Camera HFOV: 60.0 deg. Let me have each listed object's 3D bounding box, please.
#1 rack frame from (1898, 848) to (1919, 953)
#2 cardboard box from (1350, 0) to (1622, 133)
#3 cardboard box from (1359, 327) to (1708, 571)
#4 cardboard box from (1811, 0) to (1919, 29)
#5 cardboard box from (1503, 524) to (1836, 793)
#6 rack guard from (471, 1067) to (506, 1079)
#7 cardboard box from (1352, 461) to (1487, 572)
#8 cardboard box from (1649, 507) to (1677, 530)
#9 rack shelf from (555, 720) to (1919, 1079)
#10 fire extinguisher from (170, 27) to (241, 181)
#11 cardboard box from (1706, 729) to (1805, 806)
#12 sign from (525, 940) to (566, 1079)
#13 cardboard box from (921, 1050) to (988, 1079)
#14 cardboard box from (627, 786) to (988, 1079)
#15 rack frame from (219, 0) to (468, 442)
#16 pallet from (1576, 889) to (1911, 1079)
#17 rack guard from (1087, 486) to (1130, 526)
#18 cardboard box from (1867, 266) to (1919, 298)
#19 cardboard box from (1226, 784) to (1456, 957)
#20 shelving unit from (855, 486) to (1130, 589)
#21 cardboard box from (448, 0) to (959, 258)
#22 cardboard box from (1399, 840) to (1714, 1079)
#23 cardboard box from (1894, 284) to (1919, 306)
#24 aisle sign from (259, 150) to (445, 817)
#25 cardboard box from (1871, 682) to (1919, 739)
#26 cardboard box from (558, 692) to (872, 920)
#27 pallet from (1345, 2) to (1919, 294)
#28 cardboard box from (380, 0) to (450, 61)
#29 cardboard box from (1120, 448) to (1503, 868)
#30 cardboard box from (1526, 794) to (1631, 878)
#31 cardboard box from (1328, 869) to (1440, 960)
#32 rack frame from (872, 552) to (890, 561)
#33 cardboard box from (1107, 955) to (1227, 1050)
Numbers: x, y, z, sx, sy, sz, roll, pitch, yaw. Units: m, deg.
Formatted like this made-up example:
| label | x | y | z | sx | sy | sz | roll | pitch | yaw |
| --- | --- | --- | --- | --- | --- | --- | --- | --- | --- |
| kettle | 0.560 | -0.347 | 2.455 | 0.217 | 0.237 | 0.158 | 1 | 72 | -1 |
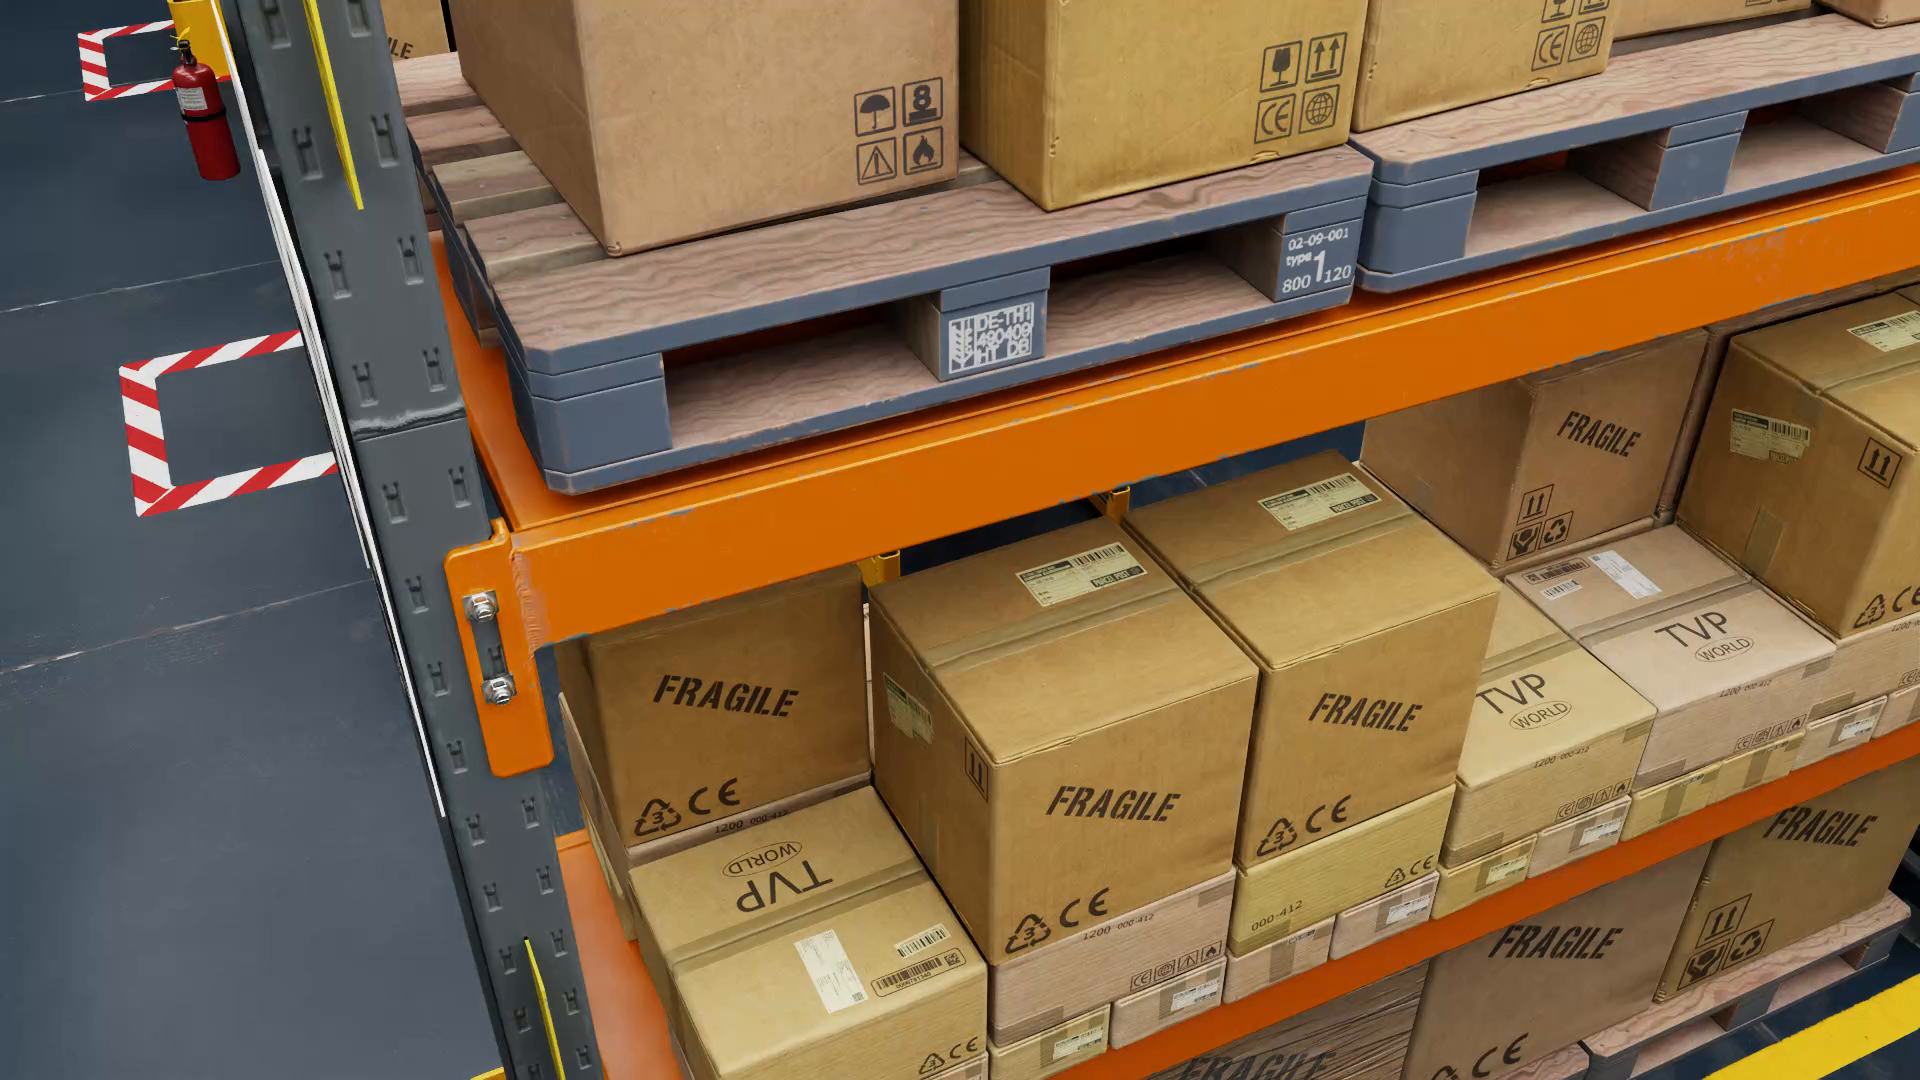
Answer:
| label | x | y | z | sx | sy | sz | roll | pitch | yaw |
| --- | --- | --- | --- | --- | --- | --- | --- | --- | --- |
| rack frame | 2.787 | -0.203 | 4.505 | 0.127 | 3.000 | 1.000 | -16 | 39 | -20 |
| cardboard box | 0.622 | -1.039 | 2.594 | 0.500 | 0.500 | 0.700 | -18 | 40 | -23 |
| cardboard box | 1.327 | -0.325 | 3.917 | 0.500 | 0.500 | 0.500 | -17 | 40 | -21 |
| cardboard box | 1.616 | -1.292 | 2.936 | 0.500 | 0.500 | 0.700 | -14 | 39 | -18 |
| cardboard box | 1.570 | 0.253 | 3.767 | 0.500 | 0.250 | 0.500 | -15 | 39 | -19 |
| rack guard | -0.855 | 1.820 | 3.877 | 0.348 | 0.500 | 1.175 | -16 | 39 | -20 |
| cardboard box | 0.882 | 0.094 | 3.982 | 0.500 | 0.250 | 0.500 | -16 | 39 | -20 |
| cardboard box | 1.798 | -0.161 | 4.325 | 0.500 | 0.250 | 0.500 | -16 | 39 | -20 |
| rack shelf | 0.977 | 0.593 | 4.037 | 4.000 | 0.370 | 1.077 | -16 | 39 | -20 |
| fire extinguisher | -3.274 | -1.895 | 7.165 | 0.183 | 0.674 | 0.296 | -16 | 39 | -20 |
| cardboard box | 1.719 | 0.413 | 3.886 | 0.250 | 0.149 | 0.380 | -15 | 39 | -19 |
| sign | -0.603 | 0.731 | 2.453 | 0.005 | 0.325 | 0.100 | -16 | 39 | -20 |
| cardboard box | -0.140 | 0.933 | 3.185 | 0.250 | 0.149 | 0.380 | -16 | 40 | -21 |
| cardboard box | -0.284 | 0.775 | 3.064 | 0.500 | 0.250 | 0.500 | -17 | 40 | -21 |
| rack frame | -0.834 | -1.600 | 1.353 | 0.127 | 3.000 | 1.000 | -16 | 39 | -20 |
| pallet | 2.066 | 1.068 | 5.133 | 1.213 | 0.211 | 1.003 | -16 | 39 | -20 |
| rack guard | 0.520 | -0.246 | 6.871 | 0.087 | 0.250 | 0.587 | -16 | 39 | -20 |
| cardboard box | 2.245 | -0.580 | 4.260 | 0.500 | 0.500 | 0.500 | -16 | 39 | -20 |
| cardboard box | 0.640 | 0.514 | 3.415 | 0.500 | 0.250 | 0.500 | -17 | 40 | -21 |
| shelving unit | 0.069 | -0.622 | 6.329 | 1.083 | 1.500 | 0.587 | -16 | 39 | -20 |
| cardboard box | -0.386 | -0.804 | 2.278 | 0.500 | 0.500 | 0.700 | -18 | 40 | -23 |
| cardboard box | 1.341 | 0.834 | 4.539 | 0.875 | 0.875 | 0.875 | -16 | 39 | -20 |
| cardboard box | 2.485 | -0.302 | 3.887 | 0.500 | 0.500 | 0.500 | -15 | 39 | -19 |
| aisle sign | -0.771 | -0.054 | 2.123 | 0.004 | 0.787 | 0.394 | -16 | 39 | -20 |
| cardboard box | 2.185 | 0.282 | 4.062 | 0.250 | 0.149 | 0.380 | -16 | 40 | -21 |
| cardboard box | -0.508 | 0.485 | 3.455 | 0.500 | 0.250 | 0.500 | -16 | 40 | -21 |
| pallet | 0.940 | -0.864 | 2.953 | 1.213 | 0.211 | 1.003 | -16 | 39 | -20 |
| cardboard box | -2.326 | -2.015 | 6.615 | 0.500 | 0.500 | 0.500 | -14 | 39 | -18 |
| cardboard box | 0.635 | 0.213 | 3.192 | 0.500 | 0.500 | 0.500 | -17 | 40 | -21 |
| cardboard box | 1.257 | 0.541 | 3.713 | 0.250 | 0.149 | 0.380 | -15 | 39 | -19 |
| cardboard box | 0.791 | 0.672 | 3.537 | 0.250 | 0.149 | 0.380 | -16 | 39 | -20 |
| rack frame | -0.383 | -0.495 | 6.159 | 0.032 | 1.500 | 0.500 | -16 | 39 | -20 |
| cardboard box | 0.327 | 0.802 | 3.362 | 0.250 | 0.149 | 0.380 | -16 | 40 | -21 |
